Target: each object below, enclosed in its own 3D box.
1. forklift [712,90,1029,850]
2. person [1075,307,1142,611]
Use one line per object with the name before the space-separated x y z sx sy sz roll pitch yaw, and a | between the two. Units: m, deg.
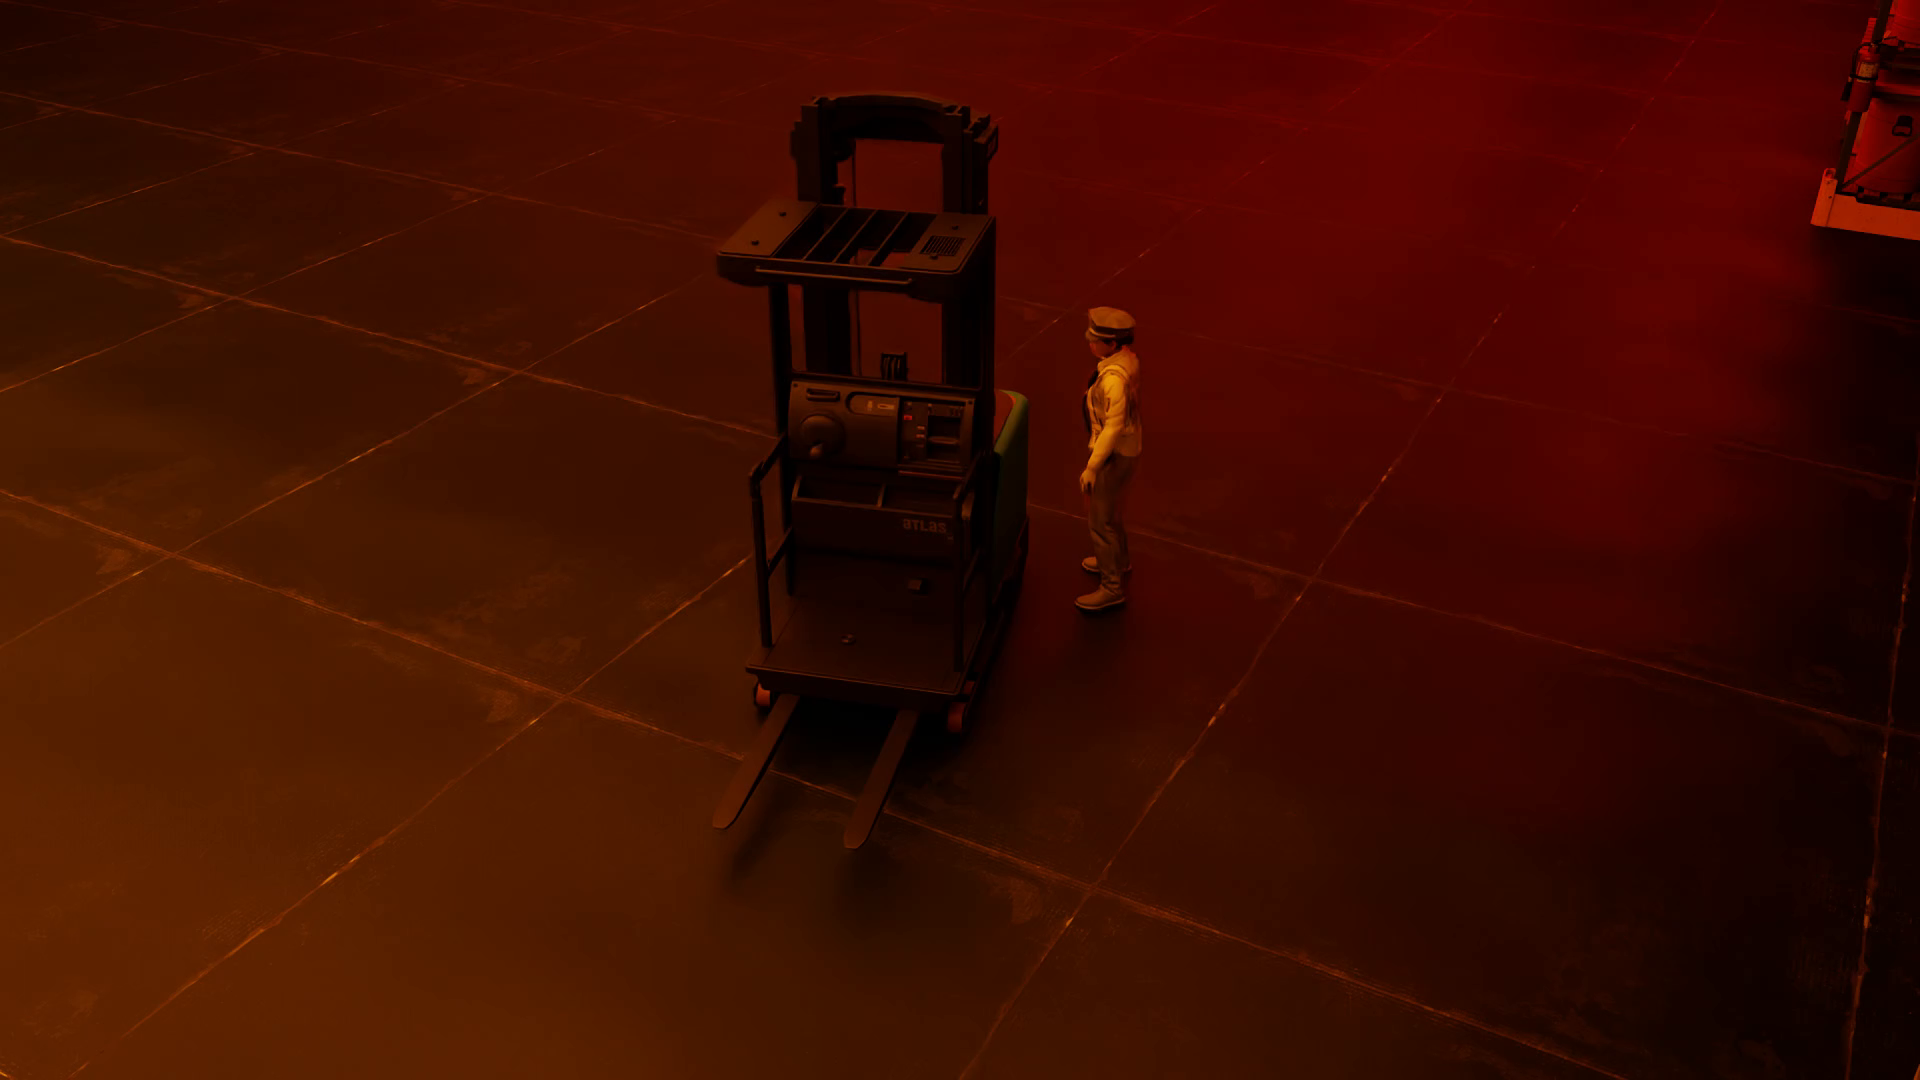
forklift | -0.432 -0.506 7.947 1.130 2.935 3.031 7 31 11
person | 0.830 -0.479 9.193 0.336 1.645 0.715 6 30 10
